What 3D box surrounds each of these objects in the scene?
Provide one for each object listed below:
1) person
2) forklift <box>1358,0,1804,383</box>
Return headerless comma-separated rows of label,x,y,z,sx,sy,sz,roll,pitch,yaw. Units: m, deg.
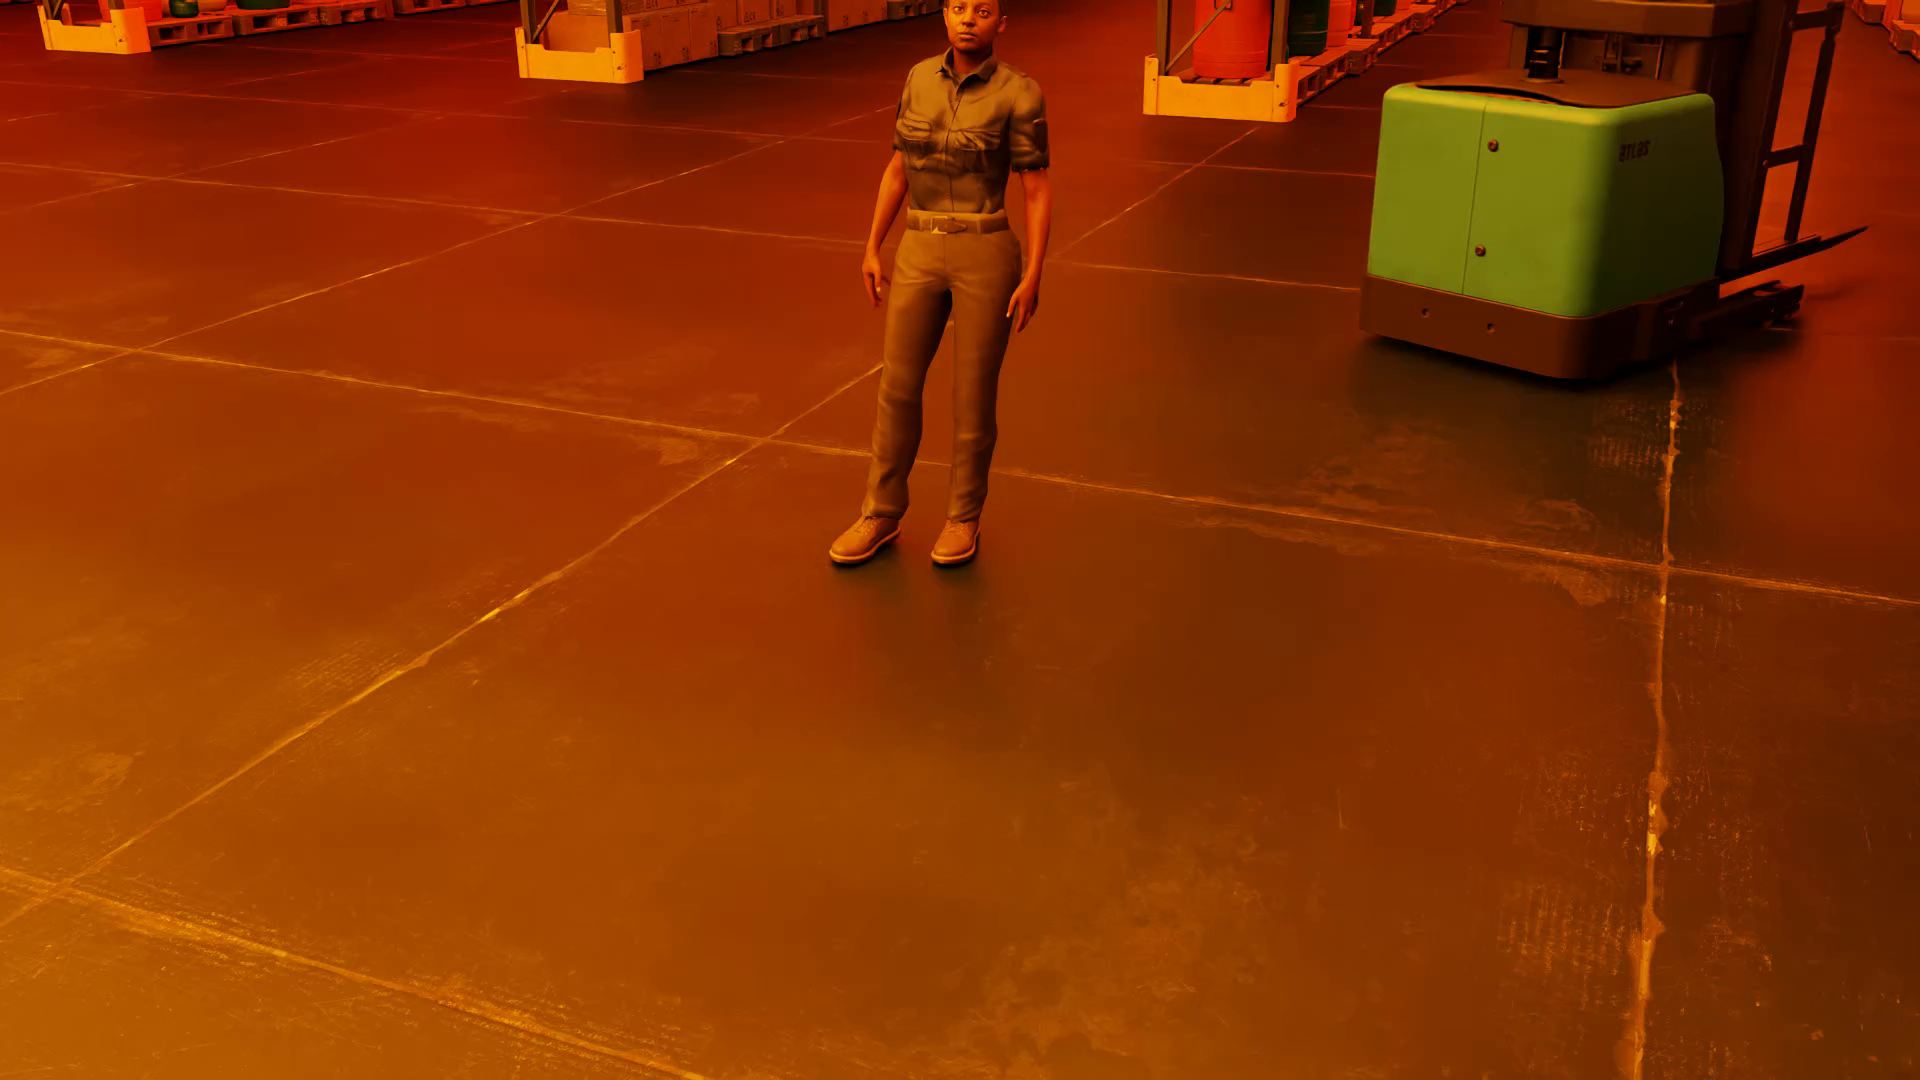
person,-0.051,-0.736,4.705,0.570,1.644,0.503,9,24,21
forklift,3.136,-2.420,7.083,3.031,2.935,1.130,-18,29,-37
